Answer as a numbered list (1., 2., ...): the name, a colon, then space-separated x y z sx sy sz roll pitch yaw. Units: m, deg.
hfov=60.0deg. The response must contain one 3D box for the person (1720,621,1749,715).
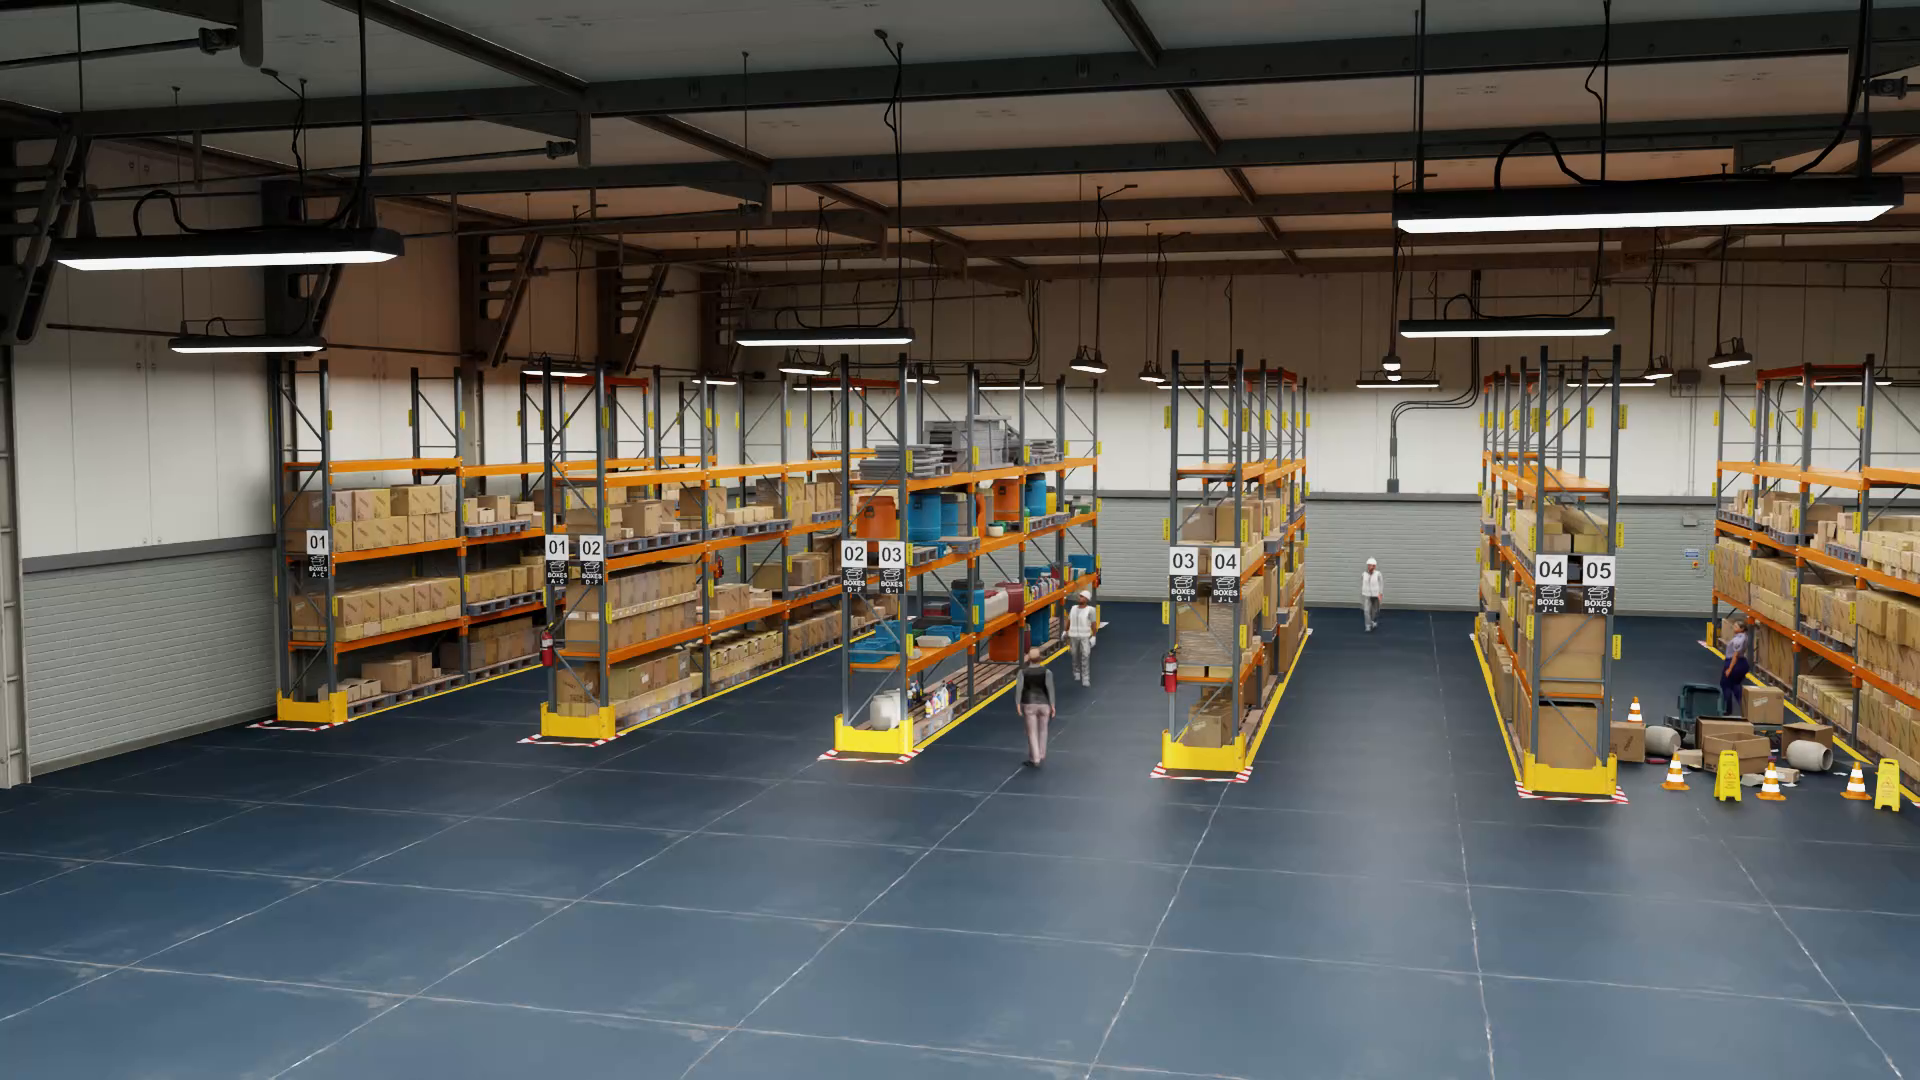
1. person: 13.115 2.195 28.220 0.519 1.675 0.495 -2 5 -31

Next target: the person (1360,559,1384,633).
1. person: 9.782 1.308 39.468 0.528 1.732 1.066 1 4 11

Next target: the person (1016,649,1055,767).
1. person: 1.073 2.408 24.211 0.543 1.707 0.682 -1 4 -12

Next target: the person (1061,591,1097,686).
1. person: 2.232 1.821 31.194 0.673 1.722 0.951 0 4 6
